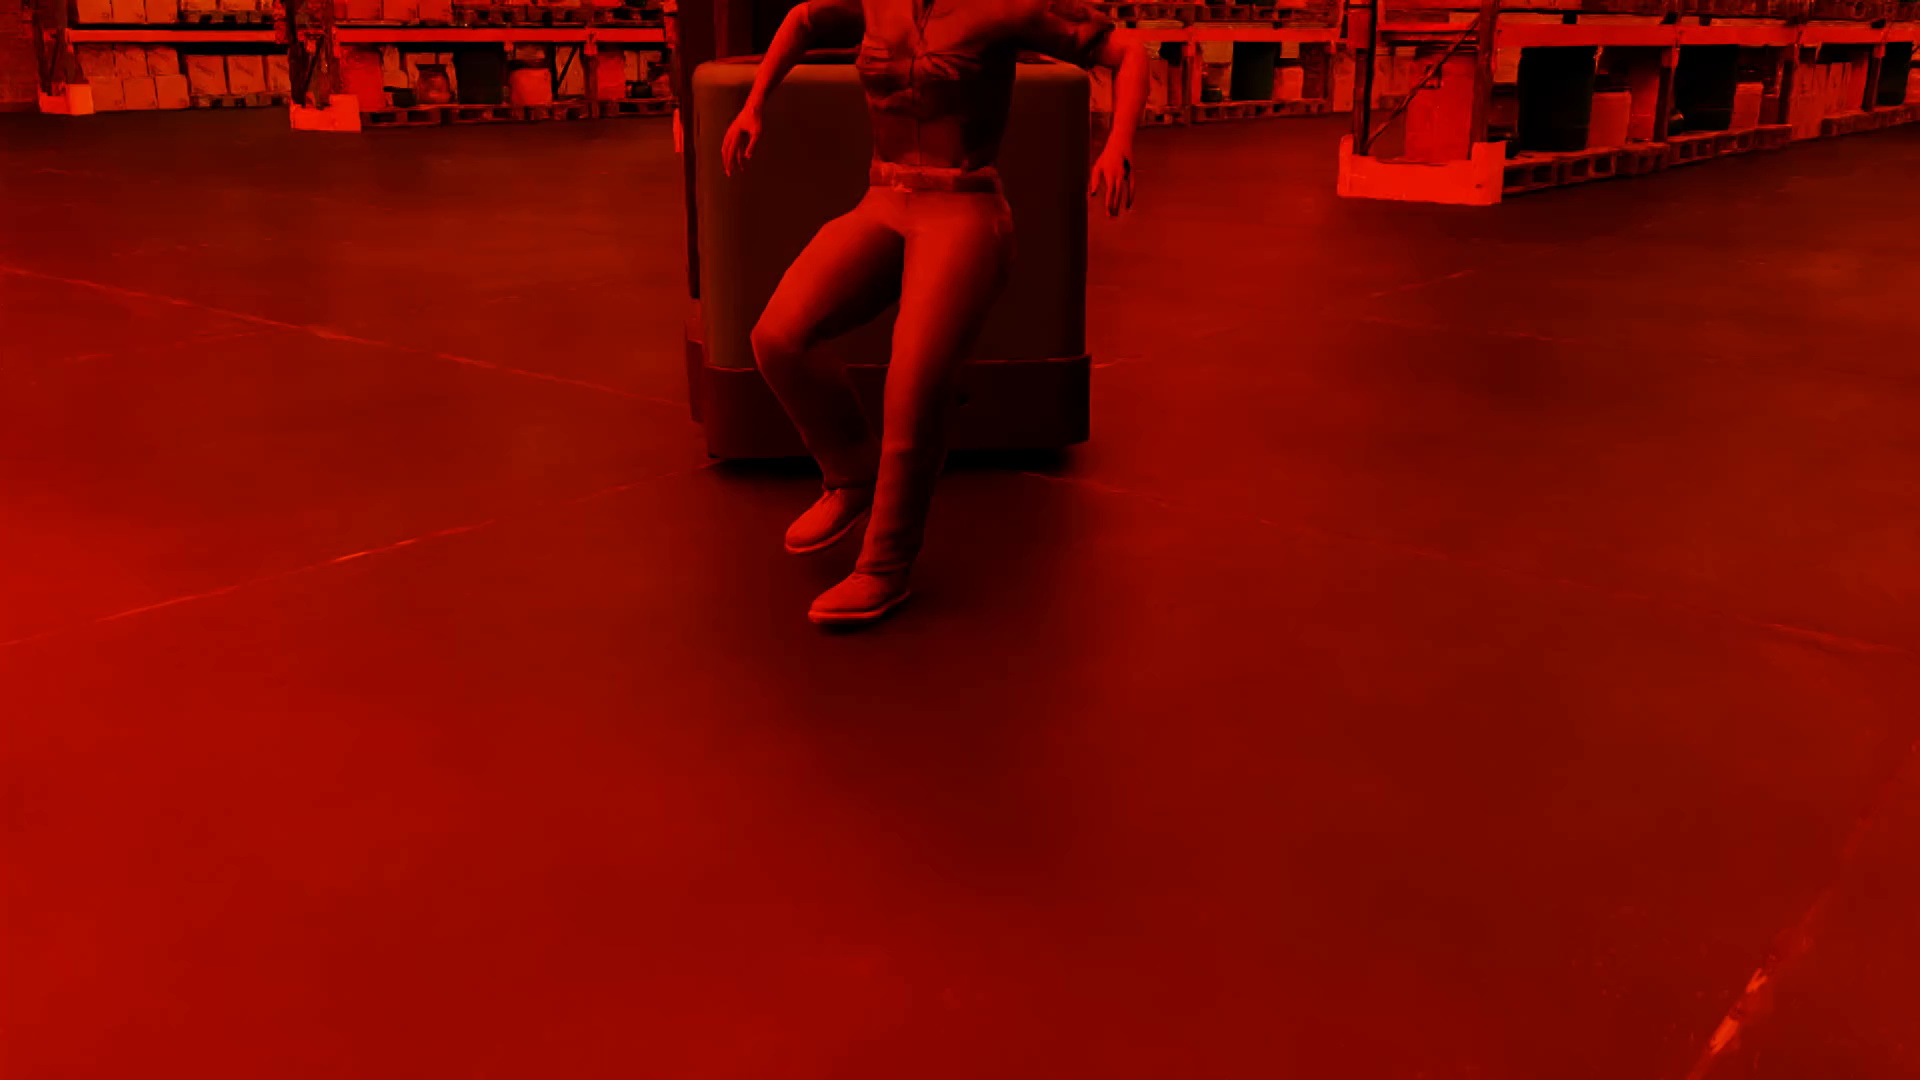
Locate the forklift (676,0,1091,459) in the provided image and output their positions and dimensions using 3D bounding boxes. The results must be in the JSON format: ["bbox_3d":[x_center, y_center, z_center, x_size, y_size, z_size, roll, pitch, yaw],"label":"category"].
[{"bbox_3d":[-0.403,-2.003,5.492,1.130,2.935,3.031,-3,17,-9],"label":"forklift"}]

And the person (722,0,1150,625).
[{"bbox_3d":[-0.136,-0.635,3.397,0.985,1.523,0.711,11,20,32],"label":"person"}]
